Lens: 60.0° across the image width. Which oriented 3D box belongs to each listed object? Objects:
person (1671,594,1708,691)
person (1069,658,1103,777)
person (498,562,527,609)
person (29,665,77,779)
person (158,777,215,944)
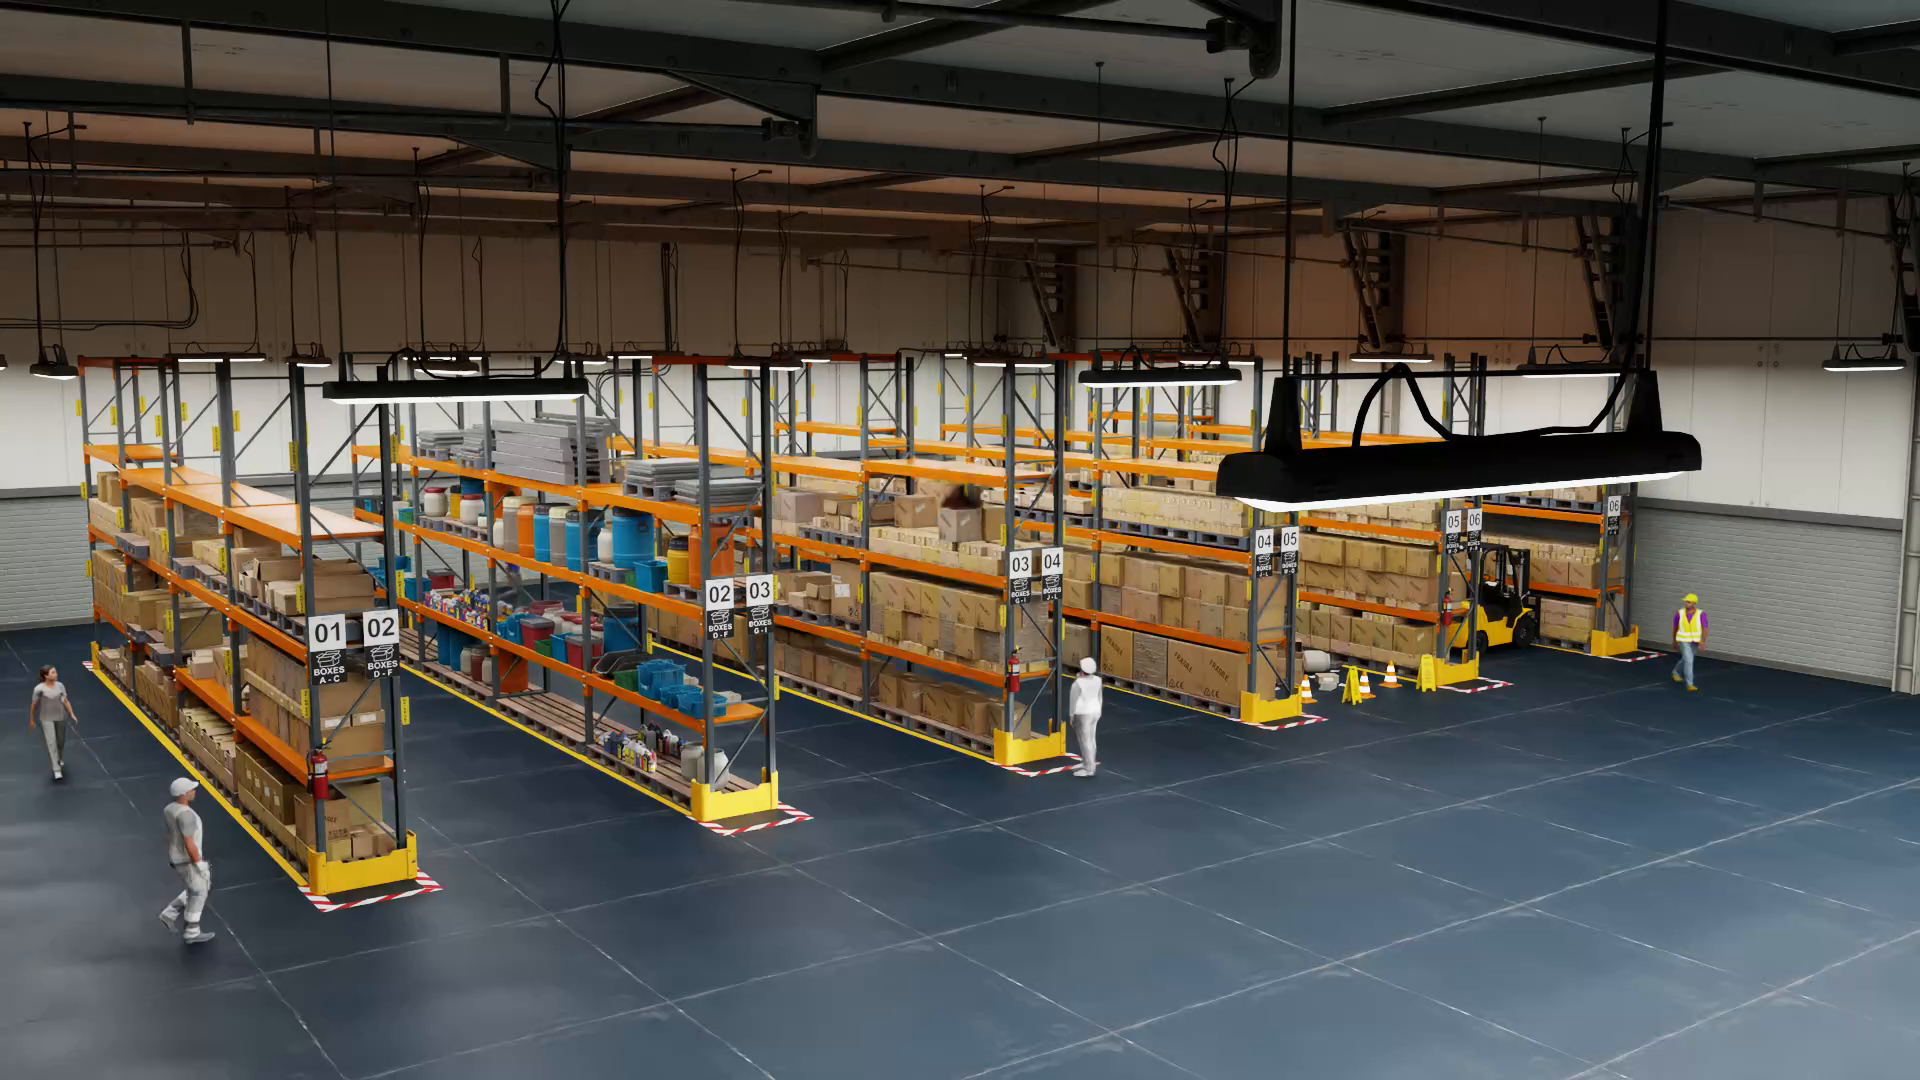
[{"bbox_3d":[13.200,1.834,30.076,0.484,1.727,1.063,-1,7,-10],"label":"person"},{"bbox_3d":[1.853,2.543,24.178,0.471,1.760,0.660,7,10,44],"label":"person"},{"bbox_3d":[-10.458,0.818,38.769,0.656,1.630,0.498,0,7,-3],"label":"person"},{"bbox_3d":[-13.185,2.606,24.155,0.609,1.621,1.064,-6,9,-38],"label":"person"},{"bbox_3d":[-8.097,3.343,17.337,0.533,1.771,0.572,-4,8,-31],"label":"person"}]
